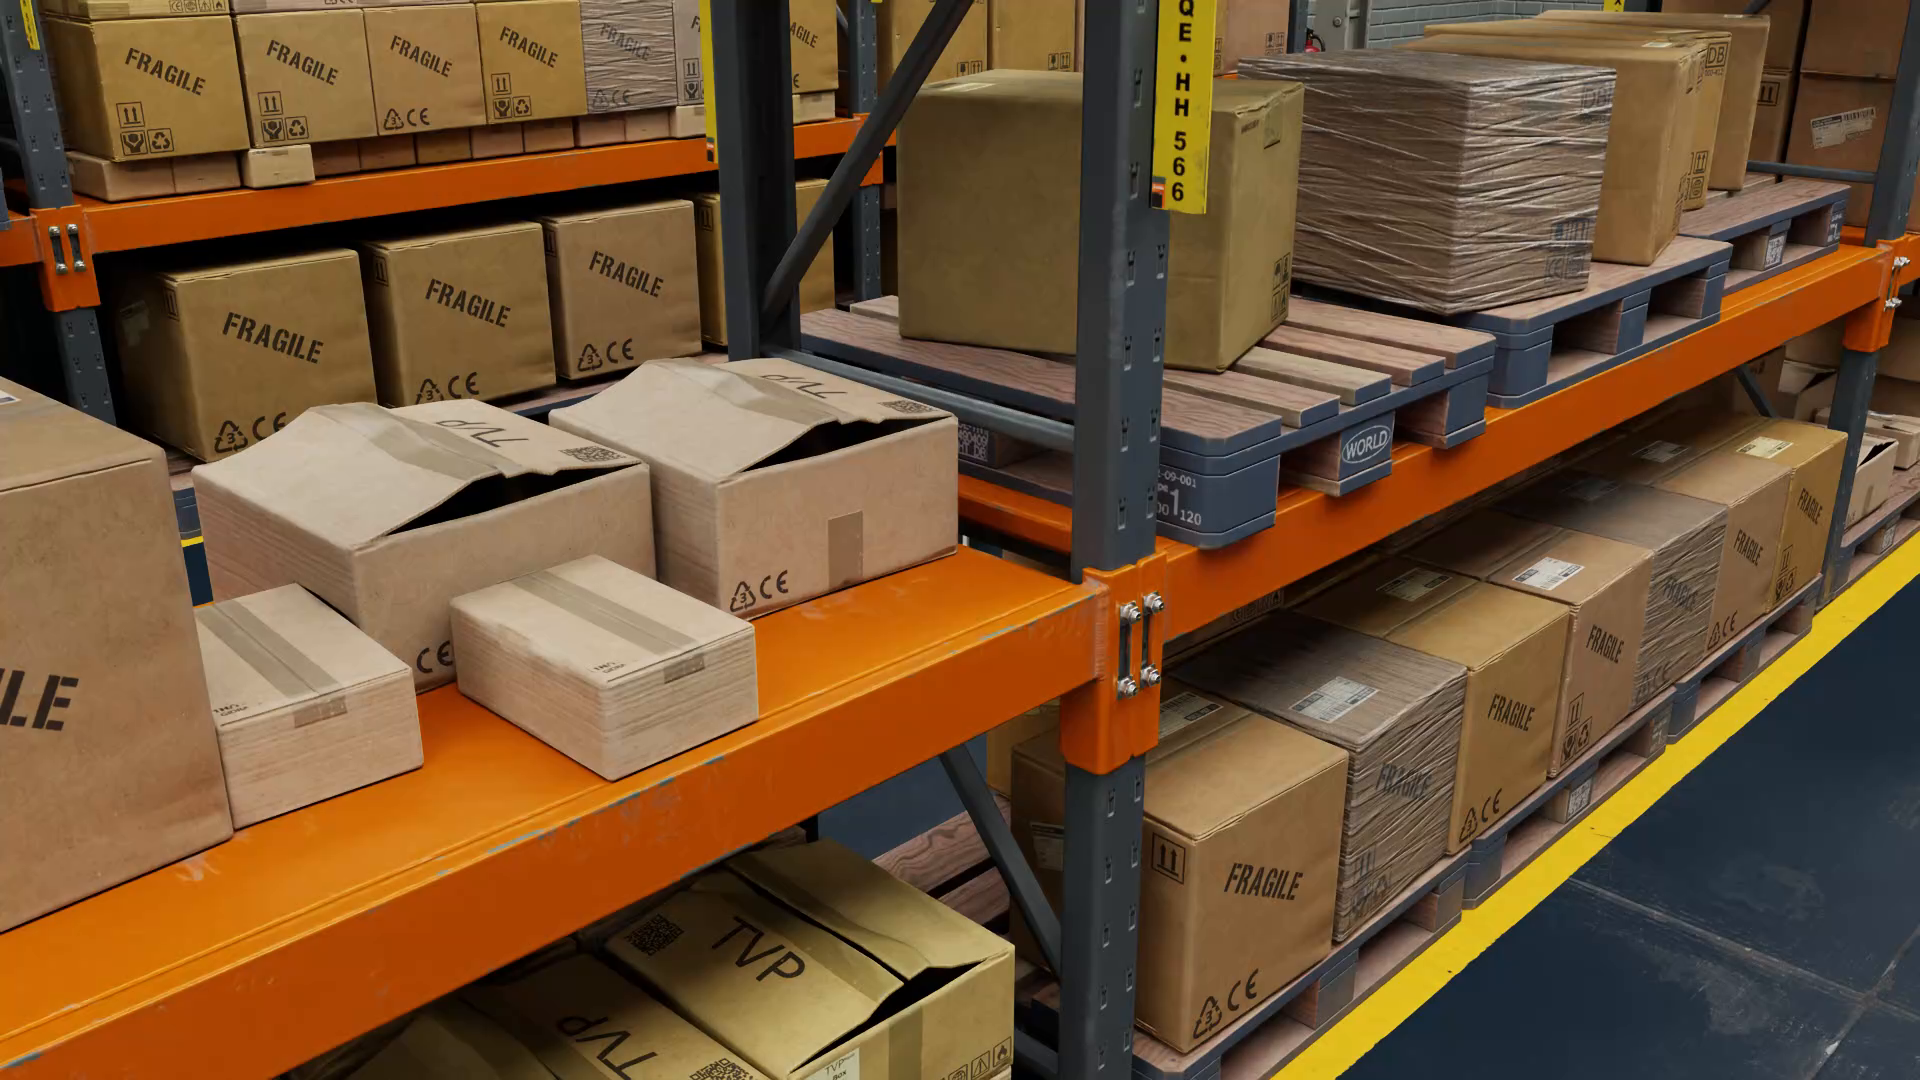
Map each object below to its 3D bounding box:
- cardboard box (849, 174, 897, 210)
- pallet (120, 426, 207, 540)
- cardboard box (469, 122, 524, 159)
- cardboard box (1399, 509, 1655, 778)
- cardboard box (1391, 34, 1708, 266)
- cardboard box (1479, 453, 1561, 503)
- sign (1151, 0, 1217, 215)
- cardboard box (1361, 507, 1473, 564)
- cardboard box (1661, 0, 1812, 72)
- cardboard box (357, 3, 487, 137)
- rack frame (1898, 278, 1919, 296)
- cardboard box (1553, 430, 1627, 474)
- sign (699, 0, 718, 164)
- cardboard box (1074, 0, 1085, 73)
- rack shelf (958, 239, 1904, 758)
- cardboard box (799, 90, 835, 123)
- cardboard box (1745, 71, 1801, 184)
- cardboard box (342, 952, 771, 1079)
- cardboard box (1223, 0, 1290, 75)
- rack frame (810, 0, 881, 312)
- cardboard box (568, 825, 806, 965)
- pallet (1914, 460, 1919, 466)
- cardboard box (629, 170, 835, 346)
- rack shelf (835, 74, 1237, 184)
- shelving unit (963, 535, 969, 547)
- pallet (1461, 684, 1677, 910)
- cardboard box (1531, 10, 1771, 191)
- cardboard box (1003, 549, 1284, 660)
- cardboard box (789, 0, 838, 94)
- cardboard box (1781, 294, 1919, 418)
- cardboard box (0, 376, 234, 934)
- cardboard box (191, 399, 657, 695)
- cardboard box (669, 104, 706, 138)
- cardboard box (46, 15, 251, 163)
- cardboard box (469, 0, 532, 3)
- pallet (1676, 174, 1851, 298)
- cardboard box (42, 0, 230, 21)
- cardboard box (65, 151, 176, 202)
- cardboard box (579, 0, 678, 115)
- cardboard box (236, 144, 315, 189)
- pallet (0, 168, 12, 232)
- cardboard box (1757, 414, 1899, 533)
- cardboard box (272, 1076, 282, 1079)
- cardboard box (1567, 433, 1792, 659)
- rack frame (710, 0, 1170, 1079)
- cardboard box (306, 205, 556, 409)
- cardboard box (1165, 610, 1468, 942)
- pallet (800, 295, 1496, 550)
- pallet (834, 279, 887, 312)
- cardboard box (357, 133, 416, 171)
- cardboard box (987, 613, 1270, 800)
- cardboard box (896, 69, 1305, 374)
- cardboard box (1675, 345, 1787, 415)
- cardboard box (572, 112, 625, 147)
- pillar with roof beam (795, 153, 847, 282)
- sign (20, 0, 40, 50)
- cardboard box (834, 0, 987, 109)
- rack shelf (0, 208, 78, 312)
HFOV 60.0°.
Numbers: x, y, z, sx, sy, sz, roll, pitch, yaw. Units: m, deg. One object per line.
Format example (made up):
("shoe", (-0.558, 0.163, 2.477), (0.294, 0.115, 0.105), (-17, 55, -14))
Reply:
("cardboard box", (-0.477, -2.030, 9.669), (0.380, 0.149, 0.250), (19, 28, 40))
("pallet", (-3.015, -0.372, 7.249), (1.003, 0.211, 1.213), (19, 28, 41))
("cardboard box", (-2.161, -1.806, 7.415), (0.380, 0.149, 0.250), (19, 28, 41))
("cardboard box", (1.530, 0.265, 4.574), (0.500, 0.500, 0.500), (18, 27, 39))
("cardboard box", (1.535, -1.053, 4.408), (0.700, 0.500, 0.500), (12, 24, 27))
("cardboard box", (1.514, -0.348, 5.124), (0.500, 0.250, 0.500), (19, 28, 41))
("sign", (0.333, -0.654, 2.481), (0.100, 0.325, 0.005), (19, 28, 41))
("cardboard box", (1.140, 0.141, 4.897), (0.500, 0.500, 0.500), (18, 27, 39))
("cardboard box", (2.891, -1.988, 6.032), (0.500, 0.500, 0.500), (19, 28, 41))
("cardboard box", (-2.378, -2.006, 7.030), (0.500, 0.500, 0.500), (19, 28, 40))
("rack frame", (5.514, -2.308, 8.398), (1.000, 3.000, 0.127), (19, 28, 41))
("cardboard box", (1.847, -0.115, 5.564), (0.500, 0.500, 0.500), (-20, 28, -41))
("sign", (-0.462, -0.888, 3.201), (0.100, 0.325, 0.005), (19, 28, 41))
("cardboard box", (0.576, -3.170, 10.222), (0.980, 0.700, 0.700), (18, 27, 38))
("rack shelf", (1.328, -0.430, 4.514), (1.077, 0.370, 4.000), (19, 28, 41))
("cardboard box", (-0.861, -2.253, 8.577), (0.380, 0.149, 0.250), (20, 28, 41))
("cardboard box", (2.888, -1.519, 6.206), (0.500, 0.500, 0.500), (-20, 28, -41))
("cardboard box", (-0.614, 0.906, 2.503), (0.500, 0.311, 0.500), (19, 28, 40))
("cardboard box", (1.614, -3.553, 11.220), (0.700, 0.700, 0.980), (-19, 28, -40))
("rack frame", (-0.828, -2.518, 8.946), (1.000, 3.000, 0.127), (19, 28, 41))
("cardboard box", (-0.643, 0.635, 3.206), (0.500, 0.311, 0.500), (-19, 28, -40))
("pallet", (4.054, -0.469, 7.502), (1.003, 0.211, 1.213), (19, 28, 41))
("cardboard box", (-1.189, -1.511, 8.737), (0.750, 0.750, 0.750), (20, 28, 41))
("rack shelf", (0.567, -2.697, 10.413), (1.077, 0.370, 4.000), (19, 28, 41))
("shelving unit", (0.115, -0.603, 6.470), (0.258, 1.200, 0.503), (19, 28, 41))
("pallet", (1.332, 0.556, 4.835), (1.003, 0.211, 1.213), (19, 28, 41))
("cardboard box", (2.233, -1.457, 5.458), (0.700, 0.500, 0.500), (9, 23, 23))
("cardboard box", (0.454, 0.045, 4.102), (0.500, 0.250, 0.500), (-19, 28, -40))
("cardboard box", (-0.970, -2.532, 8.398), (0.500, 0.500, 0.500), (19, 28, 40))
("cardboard box", (4.030, -0.804, 7.352), (0.797, 0.503, 0.637), (19, 28, 41))
("cardboard box", (-1.226, 0.137, 1.897), (0.500, 0.500, 0.500), (17, 27, 38))
("cardboard box", (-0.830, -0.028, 2.592), (0.500, 0.311, 0.500), (19, 28, 40))
("cardboard box", (-1.376, -2.044, 8.034), (0.380, 0.149, 0.250), (19, 28, 41))
("cardboard box", (-3.096, -1.746, 6.354), (0.500, 0.500, 0.500), (-19, 28, -40))
("cardboard box", (-2.045, -2.488, 7.240), (0.500, 0.250, 0.500), (19, 28, 40))
("pallet", (2.088, -1.012, 5.294), (1.003, 0.211, 1.213), (19, 28, 41))
("cardboard box", (-3.097, -2.095, 6.216), (0.500, 0.250, 0.500), (-19, 28, -41))
("cardboard box", (-3.223, -1.409, 6.382), (0.380, 0.149, 0.250), (19, 28, 40))
("cardboard box", (-1.675, -2.271, 7.720), (0.500, 0.500, 0.500), (19, 28, 41))
("cardboard box", (-2.795, -1.519, 6.667), (0.250, 0.149, 0.380), (-19, 28, -40))
("pallet", (-4.040, -1.191, 5.759), (1.213, 0.211, 1.003), (19, 28, 41))
("cardboard box", (3.171, -0.284, 6.266), (0.500, 0.311, 0.500), (19, 28, 41))
("cardboard box", (-1.361, 0.903, 2.510), (0.500, 0.311, 0.500), (18, 28, 39))
("cardboard box", (2.234, 0.005, 5.251), (0.500, 0.500, 0.500), (19, 28, 41))
("rack frame", (-0.067, -0.251, 3.048), (1.000, 3.000, 0.127), (19, 28, 41))
("cardboard box", (-2.396, -1.063, 7.569), (0.750, 0.750, 0.750), (19, 28, 40))
("cardboard box", (0.817, 0.529, 3.889), (0.500, 0.500, 0.500), (18, 27, 39))
("pallet", (0.356, -0.354, 3.581), (1.213, 0.211, 1.003), (19, 28, 41))
("pallet", (-0.242, -1.393, 9.904), (1.003, 0.211, 1.213), (19, 28, 41))
("cardboard box", (-2.533, -1.683, 7.095), (0.250, 0.149, 0.380), (-19, 28, -41))
("cardboard box", (0.417, 0.411, 4.196), (0.500, 0.500, 0.500), (-19, 28, -40))
("cardboard box", (0.292, -0.684, 3.449), (0.700, 0.500, 0.500), (9, 23, 23))
("cardboard box", (2.918, -0.536, 6.658), (0.500, 0.500, 0.500), (19, 28, 41))
("cardboard box", (-1.779, -1.937, 7.756), (0.380, 0.149, 0.250), (18, 28, 39))
("pillar with roof beam", (2.125, -4.638, 6.098), (9.100, 9.000, 0.400), (19, 28, 41))
("sign", (-3.223, -1.860, 5.730), (0.100, 0.325, 0.005), (19, 28, 41))
("cardboard box", (-0.438, -2.794, 9.244), (0.700, 0.700, 0.980), (-20, 28, -41))
("rack shelf", (-5.014, -0.640, 5.062), (1.077, 0.370, 4.000), (19, 28, 41))
